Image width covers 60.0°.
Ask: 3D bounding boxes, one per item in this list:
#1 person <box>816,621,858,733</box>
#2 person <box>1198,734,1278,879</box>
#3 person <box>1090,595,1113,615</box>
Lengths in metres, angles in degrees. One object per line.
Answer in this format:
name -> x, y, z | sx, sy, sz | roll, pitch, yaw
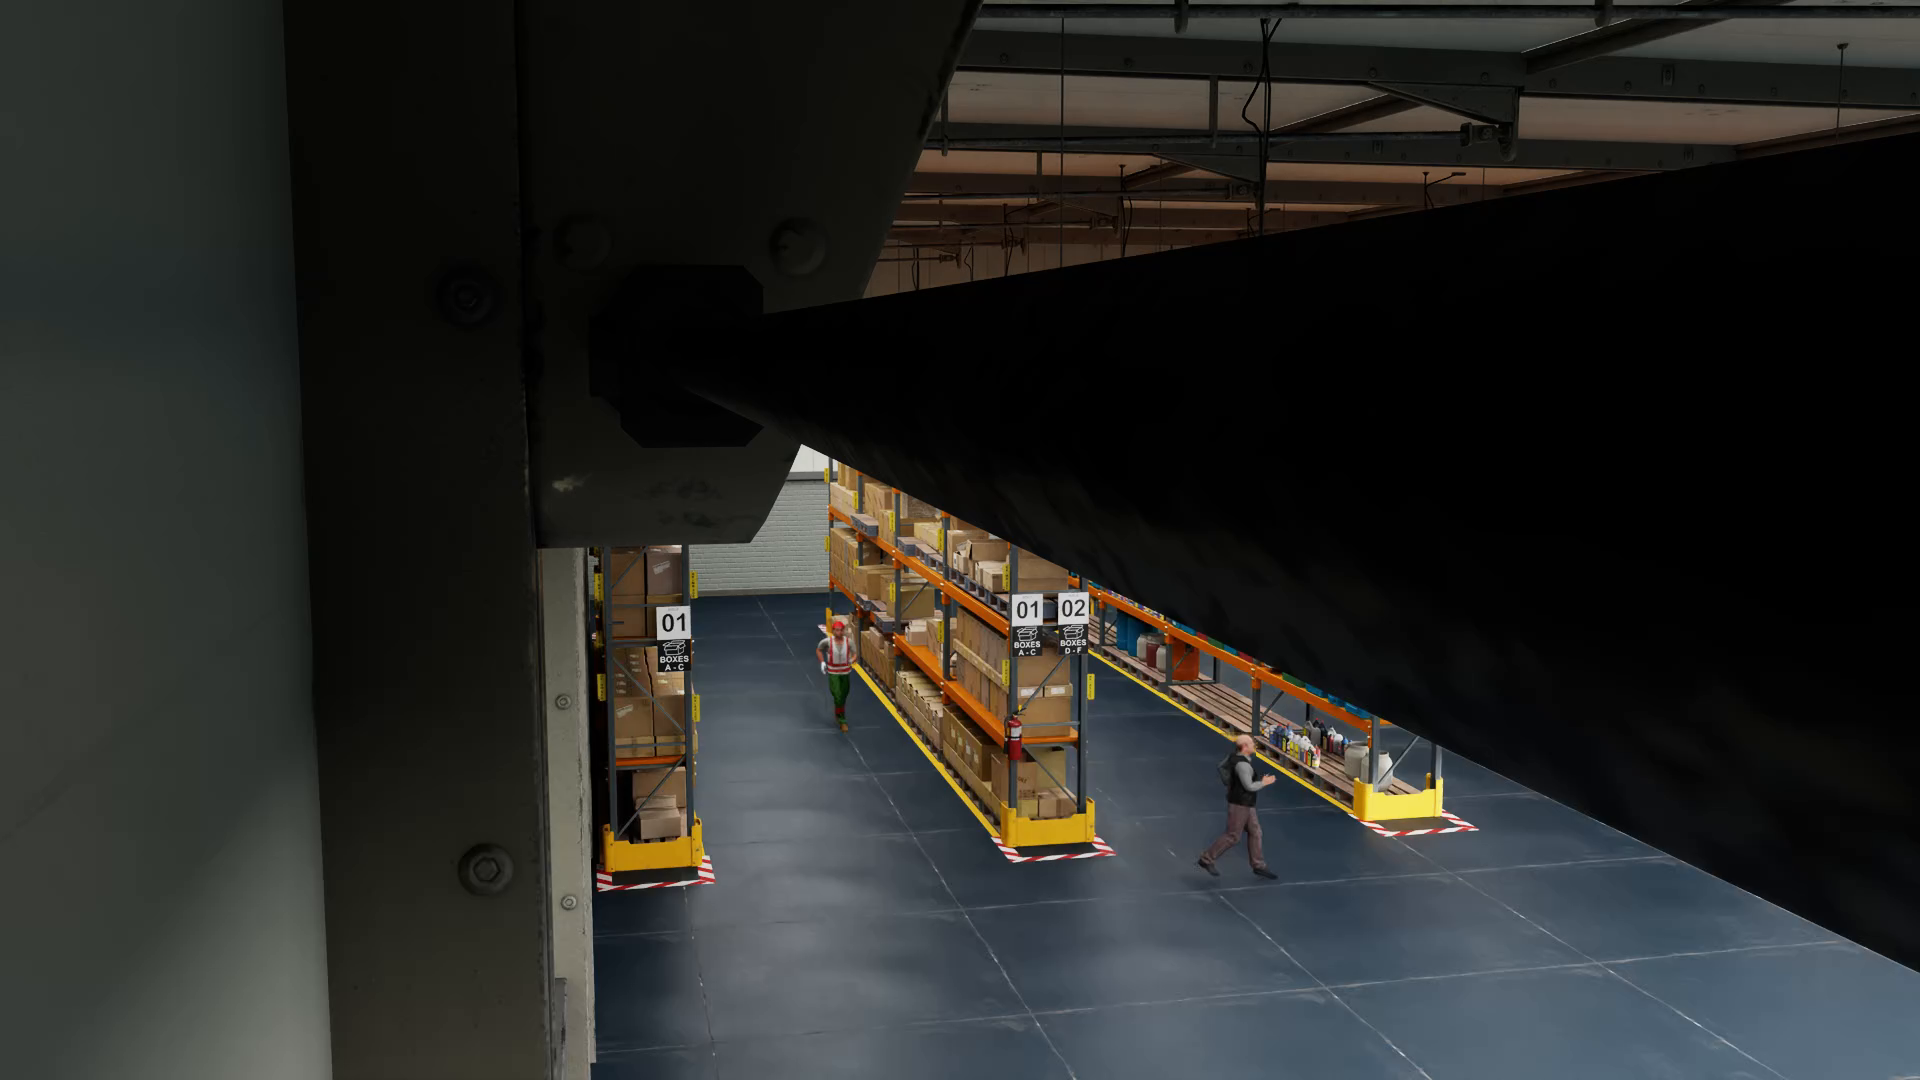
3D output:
person -> -1.997, 2.198, 27.297 | 0.664, 1.788, 0.902 | -2, 7, -16
person -> 3.280, 3.134, 19.549 | 0.948, 1.732, 0.644 | 1, 7, 6
person -> 3.219, 0.903, 38.601 | 0.674, 1.722, 0.746 | 1, 7, 9
